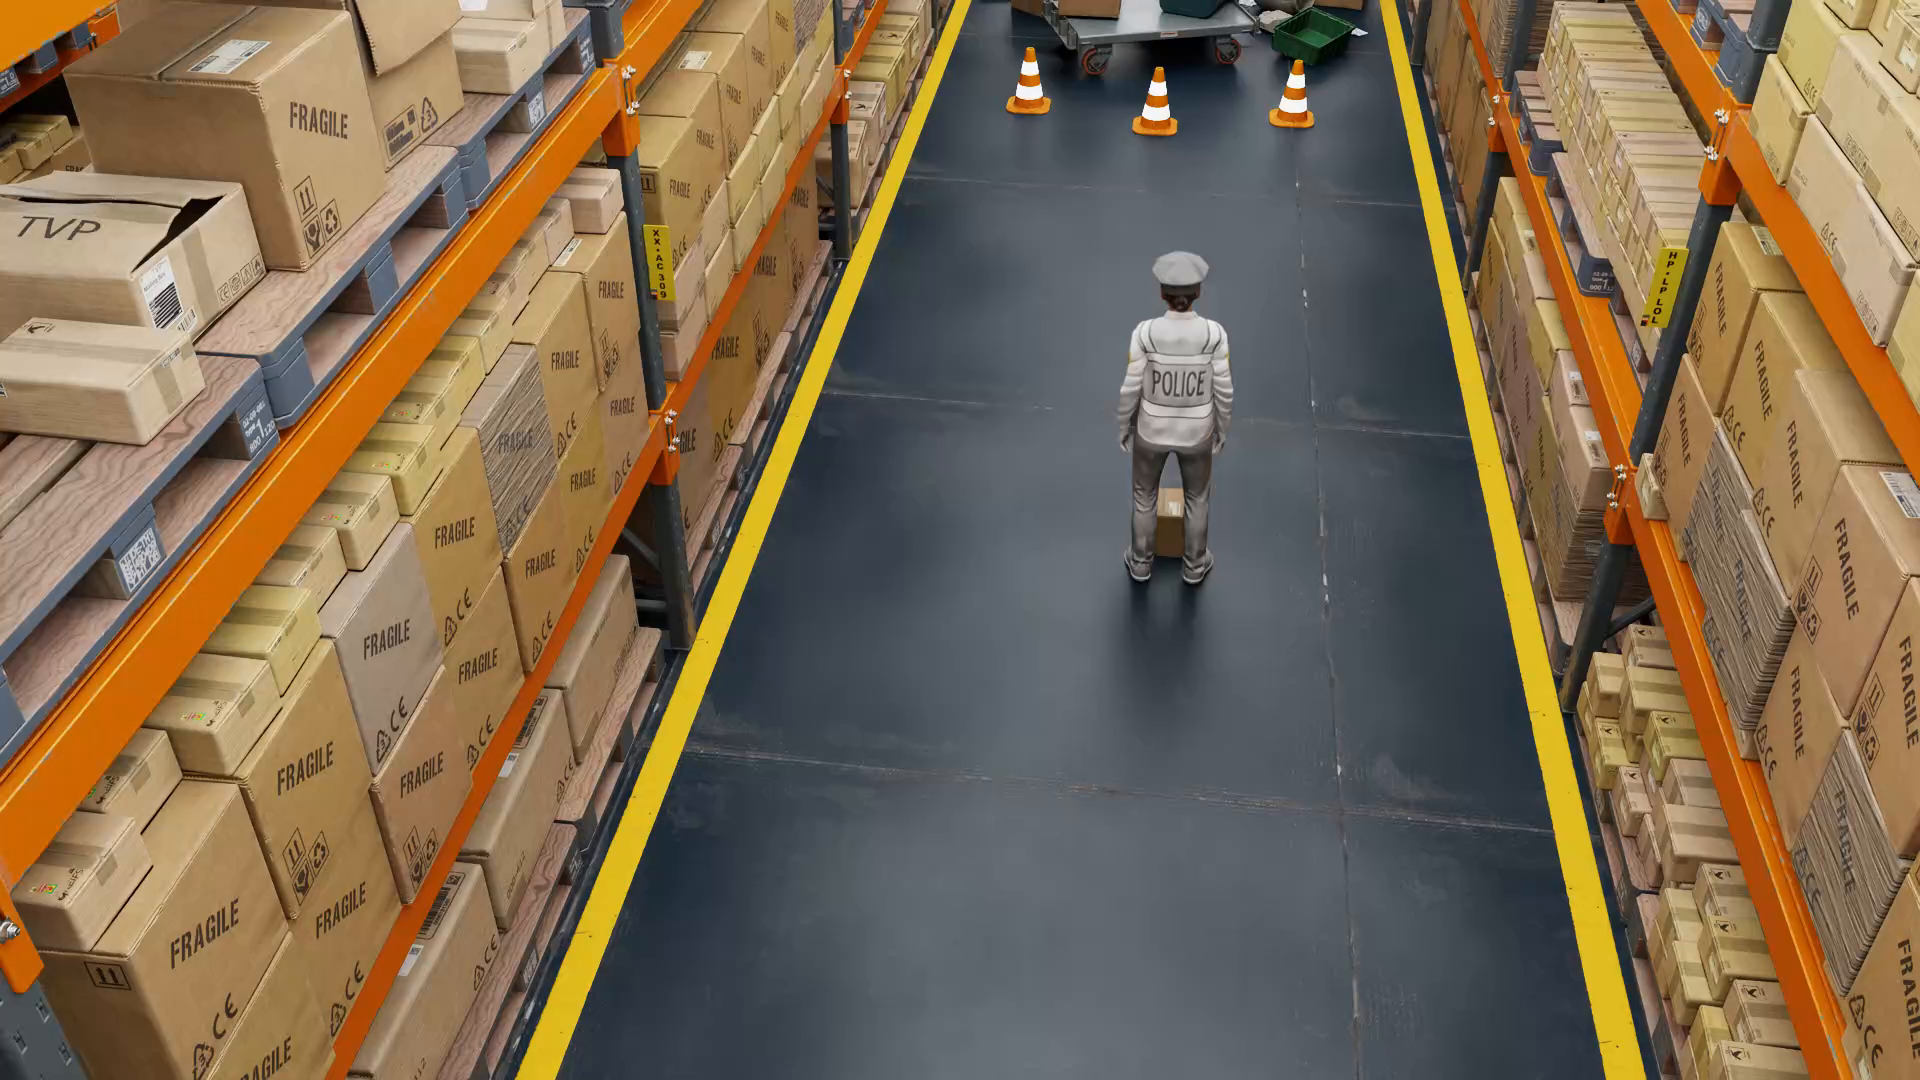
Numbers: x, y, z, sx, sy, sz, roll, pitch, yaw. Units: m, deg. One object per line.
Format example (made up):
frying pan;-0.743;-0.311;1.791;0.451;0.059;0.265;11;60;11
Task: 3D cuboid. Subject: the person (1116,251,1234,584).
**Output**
person;0.989;-0.514;7.737;0.528;1.659;0.375;3;36;4
